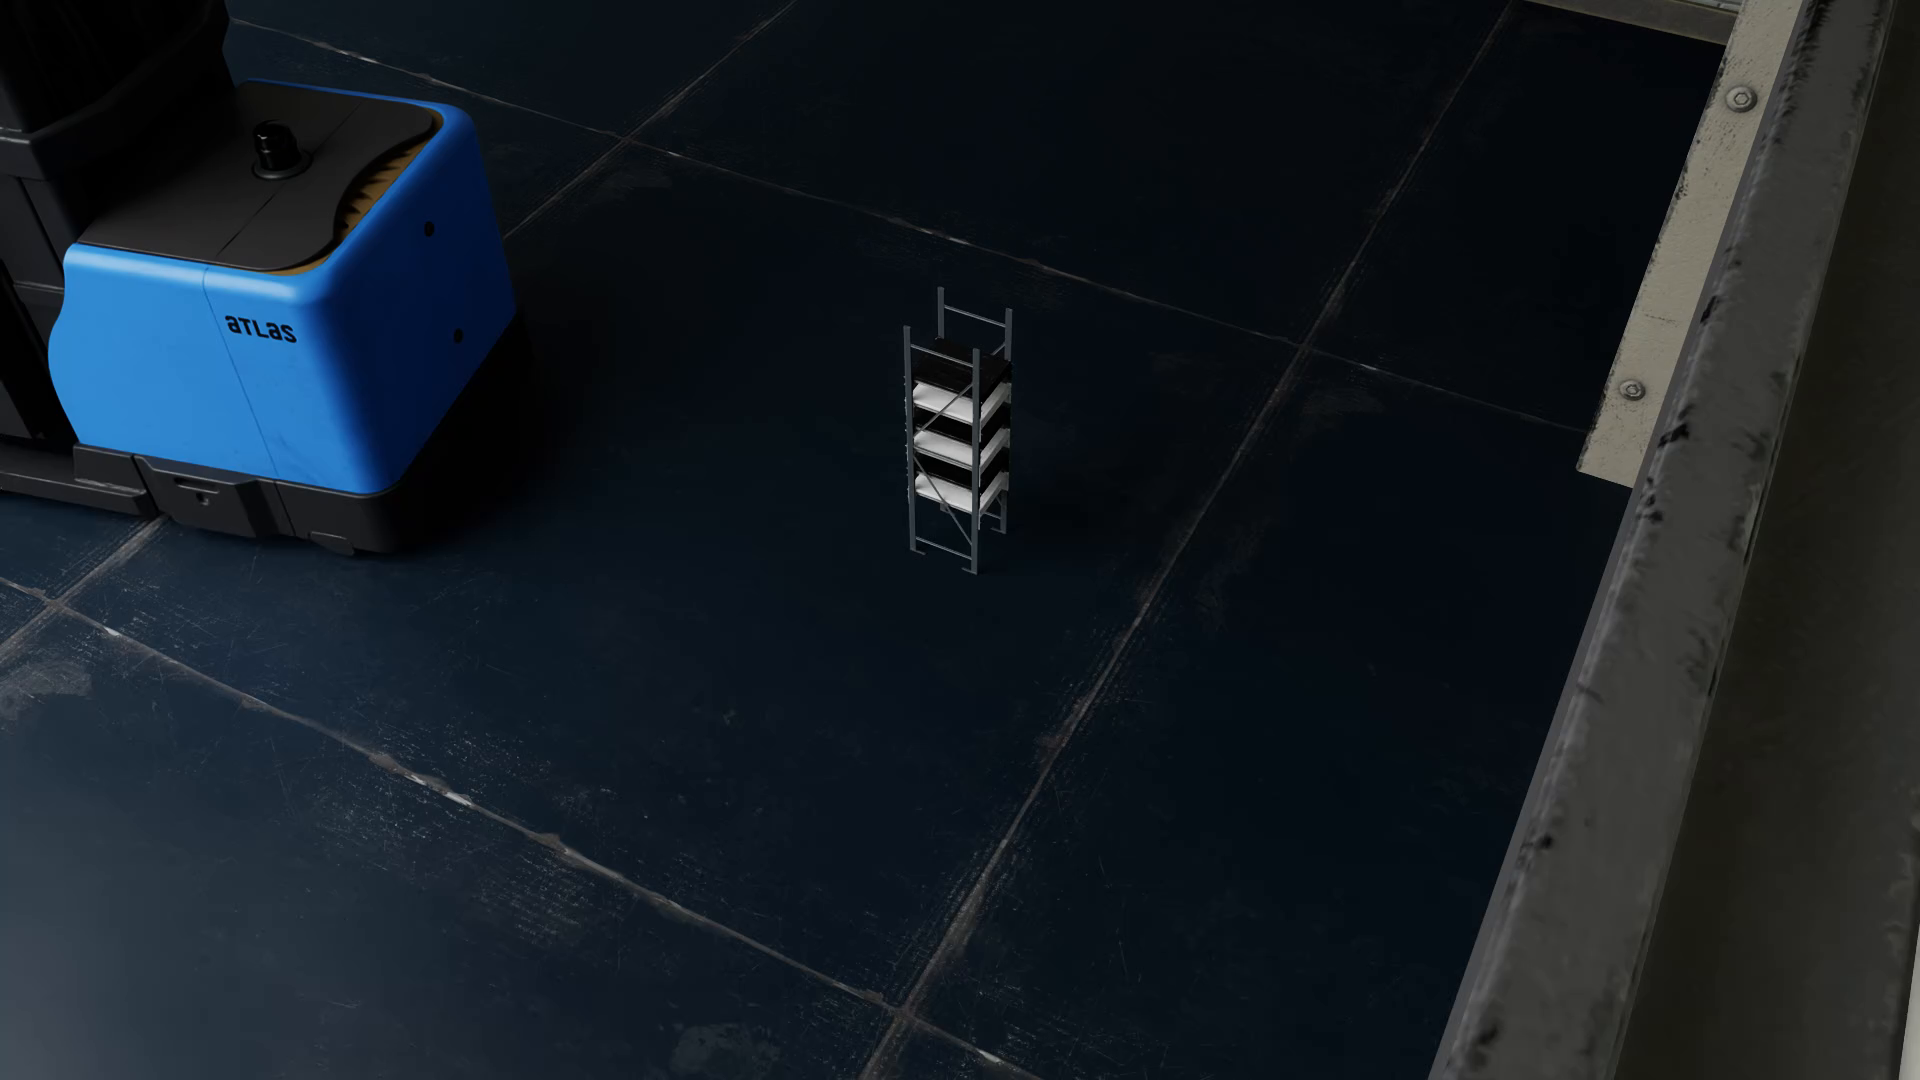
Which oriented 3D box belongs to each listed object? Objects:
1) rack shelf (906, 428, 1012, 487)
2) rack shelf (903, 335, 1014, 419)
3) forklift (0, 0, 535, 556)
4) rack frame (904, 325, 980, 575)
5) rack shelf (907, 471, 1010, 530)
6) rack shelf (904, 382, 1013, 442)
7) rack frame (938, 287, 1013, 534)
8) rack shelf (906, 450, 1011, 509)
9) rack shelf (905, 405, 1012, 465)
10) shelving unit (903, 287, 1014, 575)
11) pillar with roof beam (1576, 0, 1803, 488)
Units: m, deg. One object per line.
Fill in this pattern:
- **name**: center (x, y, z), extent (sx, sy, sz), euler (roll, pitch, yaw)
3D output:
- **rack shelf**: center (-0.004, -0.288, 5.044), extent (0.258, 0.077, 0.200), euler (20, 49, 19)
- **rack shelf**: center (-0.004, -0.478, 4.852), extent (0.258, 0.077, 0.200), euler (20, 49, 19)
- **forklift**: center (-3.072, -1.544, 4.810), extent (3.031, 2.935, 1.130), euler (10, 46, 10)
- **rack frame**: center (-0.051, -0.247, 4.957), extent (0.240, 0.900, 0.006), euler (20, 49, 19)
- **rack shelf**: center (-0.004, -0.161, 5.172), extent (0.258, 0.077, 0.200), euler (20, 49, 19)
- **rack shelf**: center (-0.004, -0.414, 4.916), extent (0.258, 0.077, 0.200), euler (20, 49, 19)
- **rack frame**: center (0.043, -0.375, 5.084), extent (0.240, 0.900, 0.006), euler (20, 49, 19)
- **rack shelf**: center (-0.004, -0.225, 5.108), extent (0.258, 0.077, 0.200), euler (20, 49, 19)
- **rack shelf**: center (-0.004, -0.351, 4.980), extent (0.258, 0.077, 0.200), euler (20, 49, 19)
- **shelving unit**: center (-0.004, -0.311, 5.020), extent (0.258, 0.900, 0.210), euler (20, 49, 19)
- **pillar with roof beam**: center (-1.521, -4.895, 3.856), extent (9.100, 9.000, 0.400), euler (20, 49, 19)
